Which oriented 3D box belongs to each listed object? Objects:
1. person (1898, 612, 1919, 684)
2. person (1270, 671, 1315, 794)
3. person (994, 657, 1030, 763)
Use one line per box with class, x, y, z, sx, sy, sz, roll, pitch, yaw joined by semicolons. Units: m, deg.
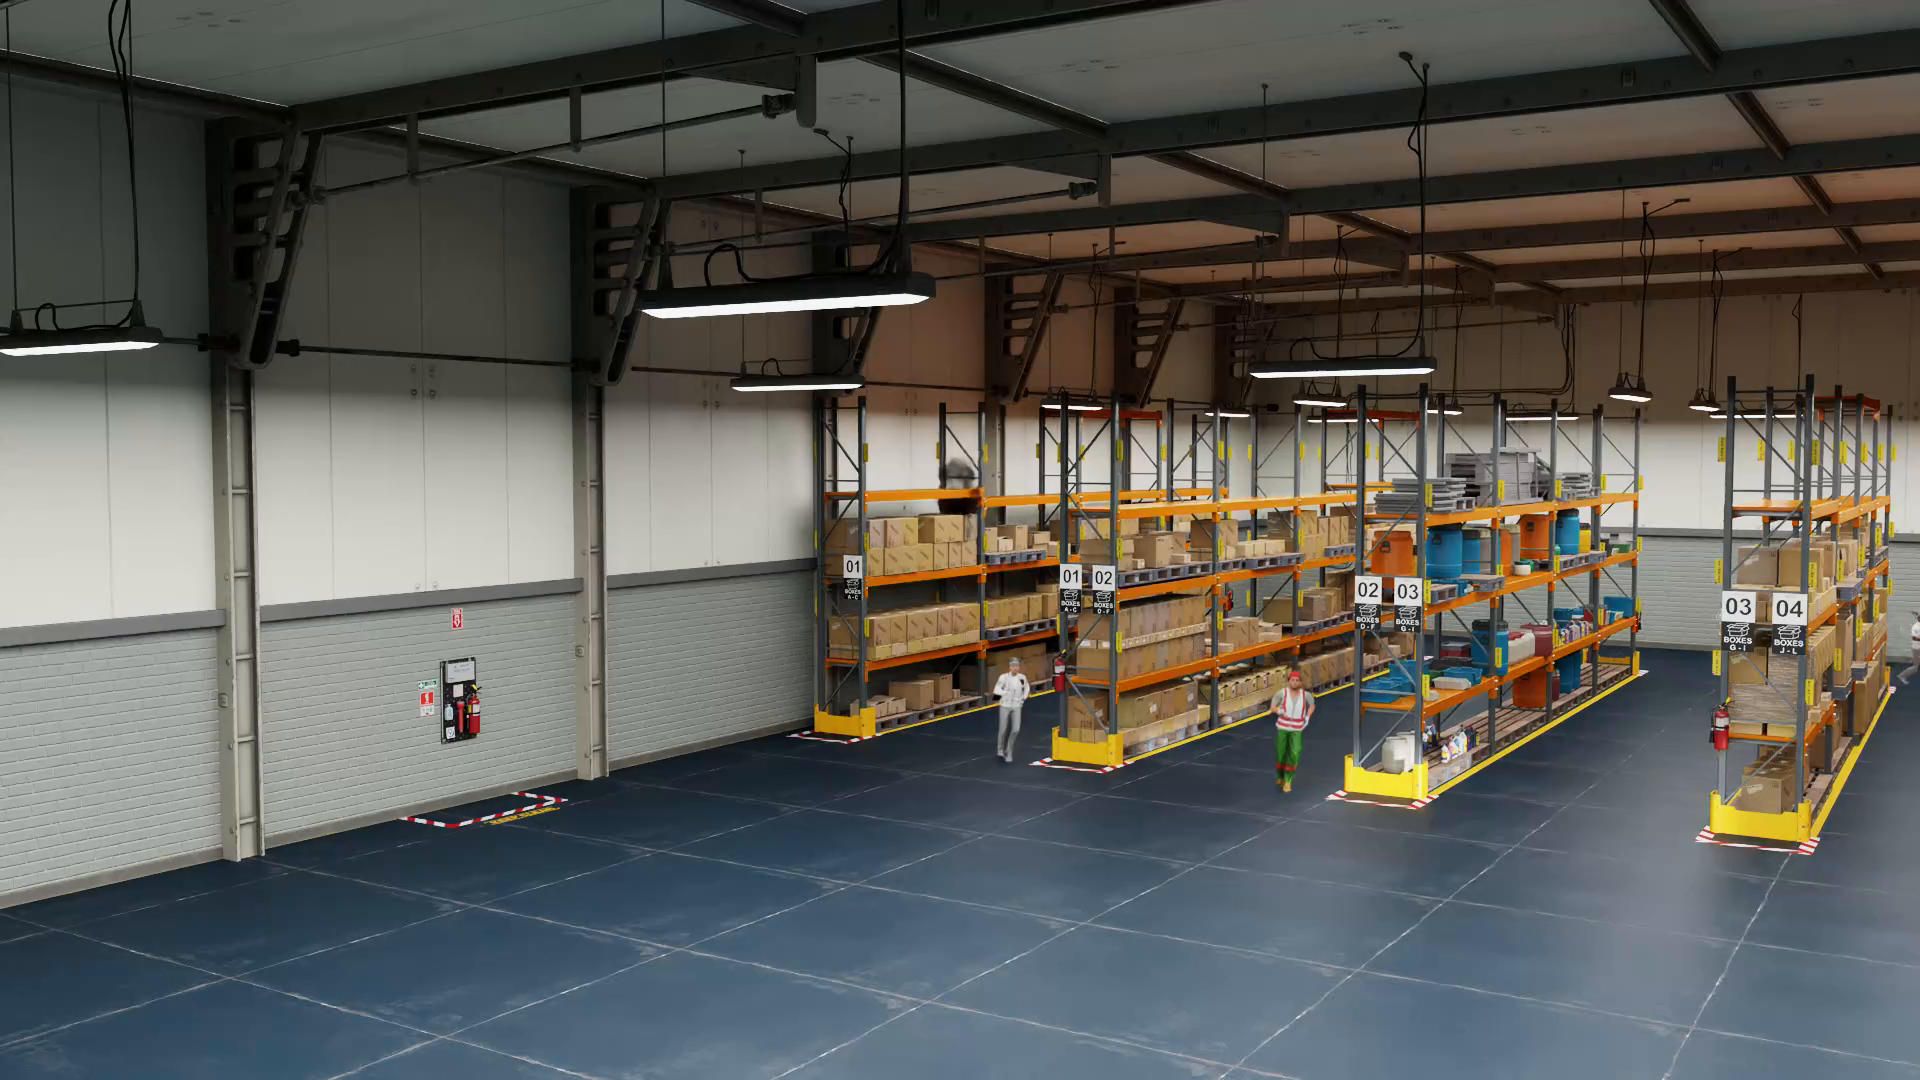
person;20.400;2.325;35.277;0.603;1.685;0.928;-2;3;-27
person;4.901;2.837;24.554;0.652;1.824;0.729;1;3;12
person;0.850;2.756;26.988;0.612;1.740;0.703;0;3;-5
